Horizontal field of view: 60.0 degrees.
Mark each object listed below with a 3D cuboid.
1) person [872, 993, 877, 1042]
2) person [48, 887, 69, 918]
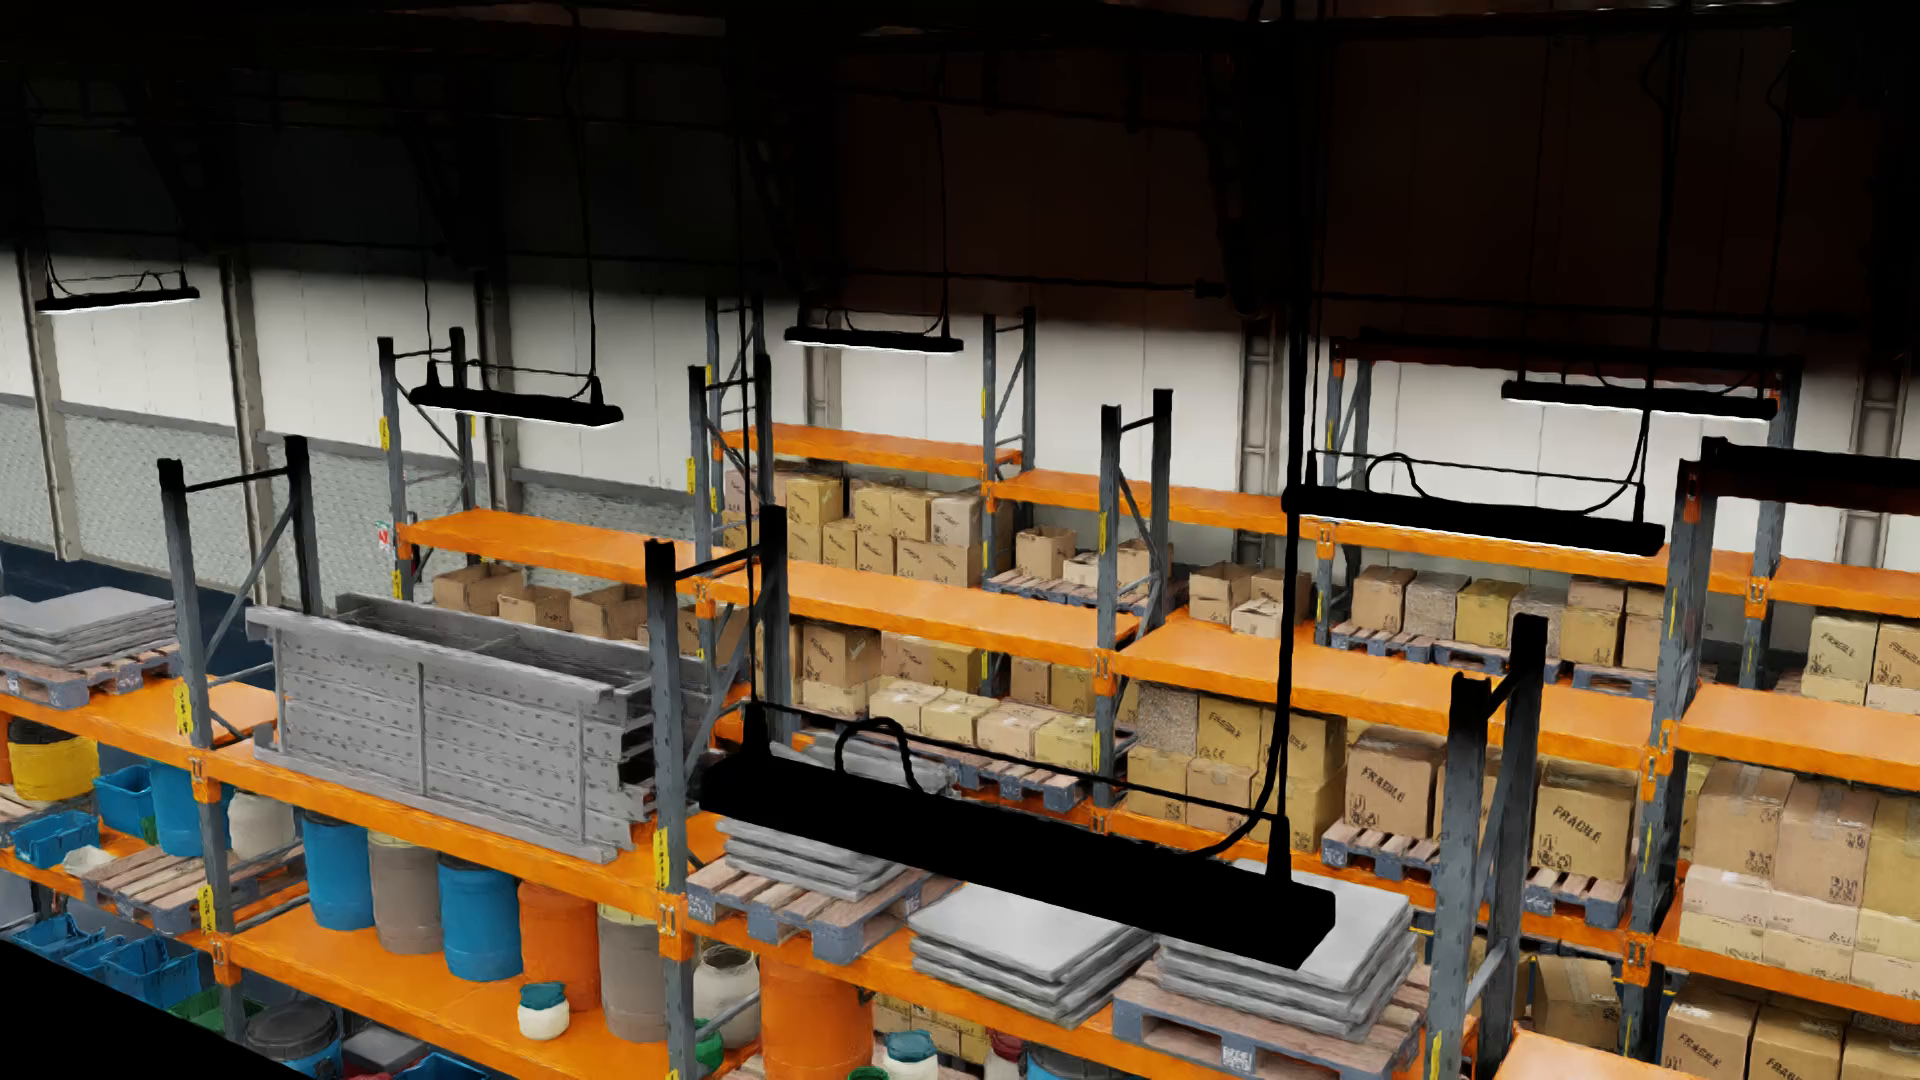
[{"bbox_3d":[-0.922,3.996,13.603,0.491,1.671,0.435,2,14,7],"label":"person"},{"bbox_3d":[-8.761,3.426,16.043,0.422,1.599,0.515,-10,17,-36],"label":"person"}]
